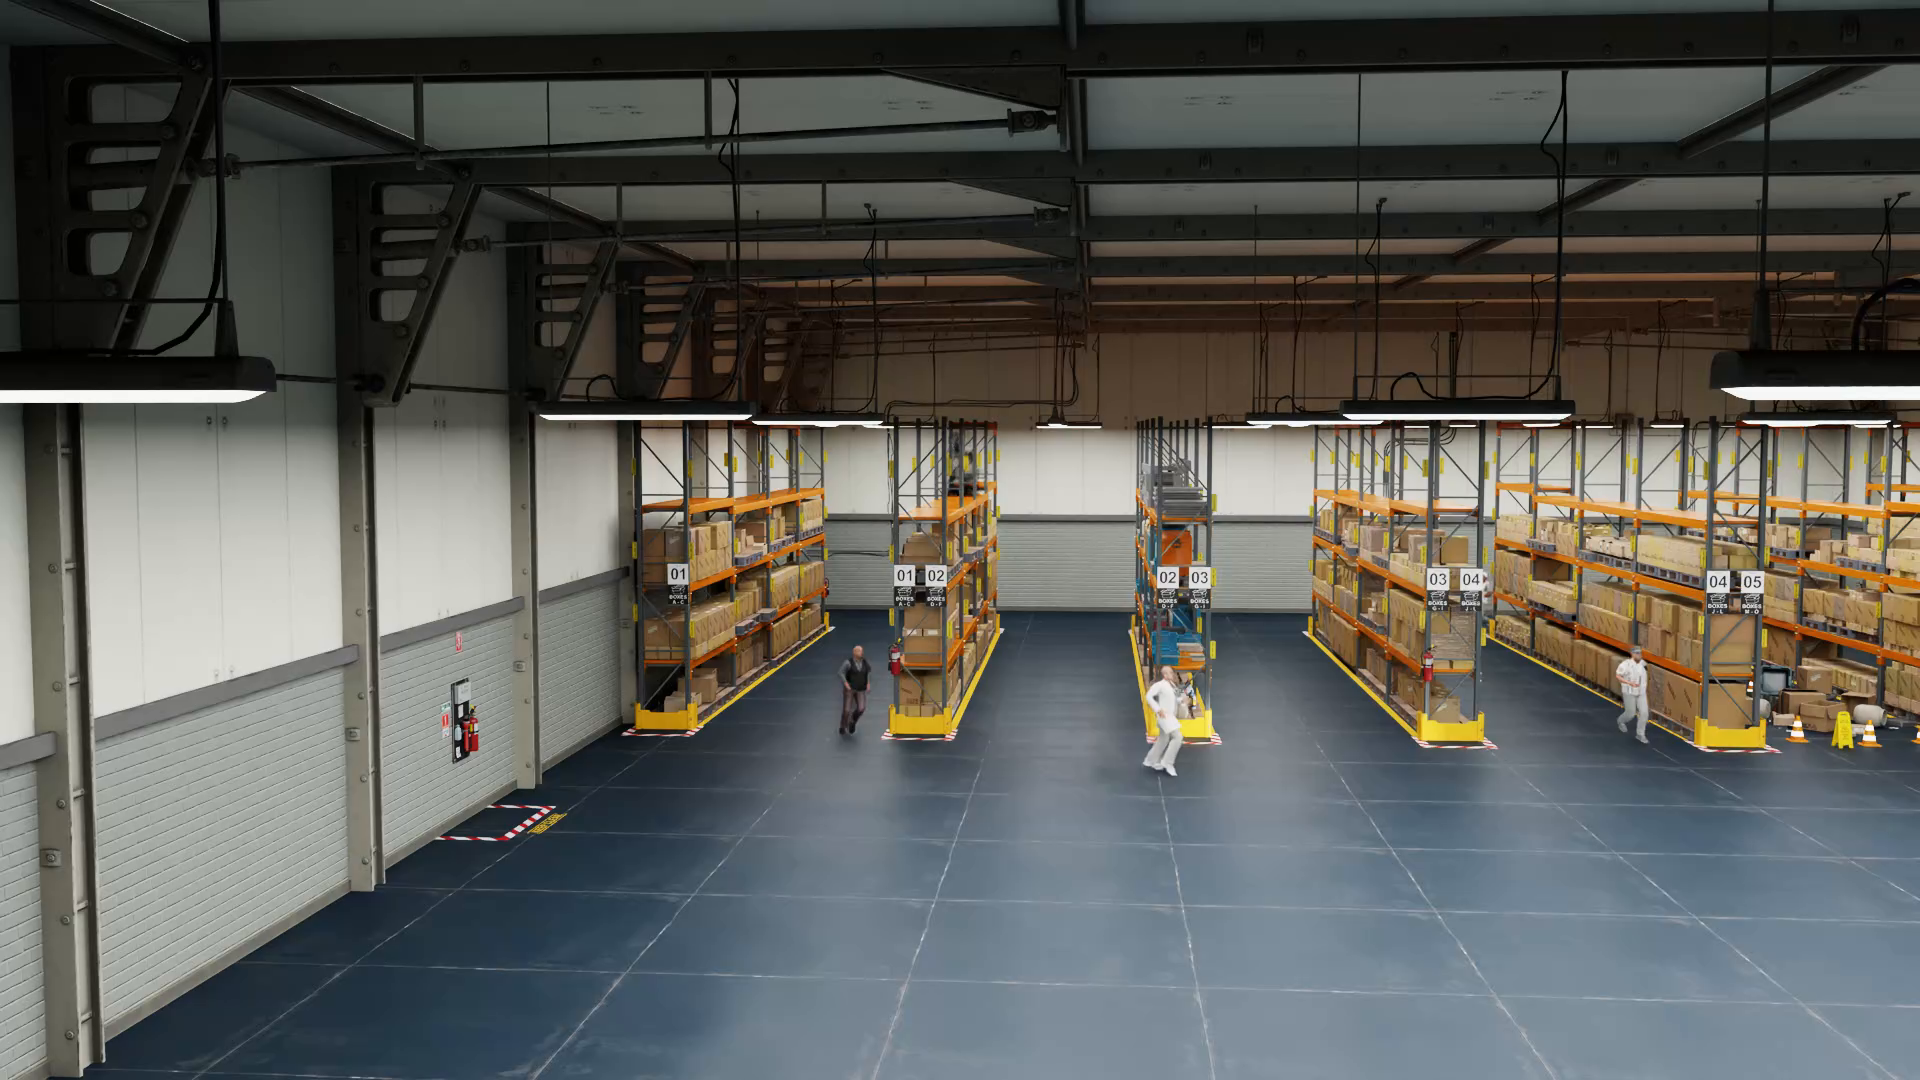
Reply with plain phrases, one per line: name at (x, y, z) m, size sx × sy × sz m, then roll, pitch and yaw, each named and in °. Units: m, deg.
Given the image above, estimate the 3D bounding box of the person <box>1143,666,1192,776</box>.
person at (3.479, 3.029, 27.845) m, size 0.798 × 1.832 × 0.680 m, roll 2°, pitch 4°, yaw 23°

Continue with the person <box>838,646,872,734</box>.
person at (-1.950, 2.836, 31.402) m, size 0.716 × 1.667 × 0.584 m, roll -1°, pitch 4°, yaw -18°

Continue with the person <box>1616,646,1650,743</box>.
person at (12.527, 2.839, 30.923) m, size 0.701 × 1.786 × 0.853 m, roll 0°, pitch 4°, yaw -7°

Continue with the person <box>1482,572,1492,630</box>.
person at (14.779, 1.781, 47.217) m, size 0.748 × 1.755 × 0.700 m, roll -1°, pitch 4°, yaw -19°
